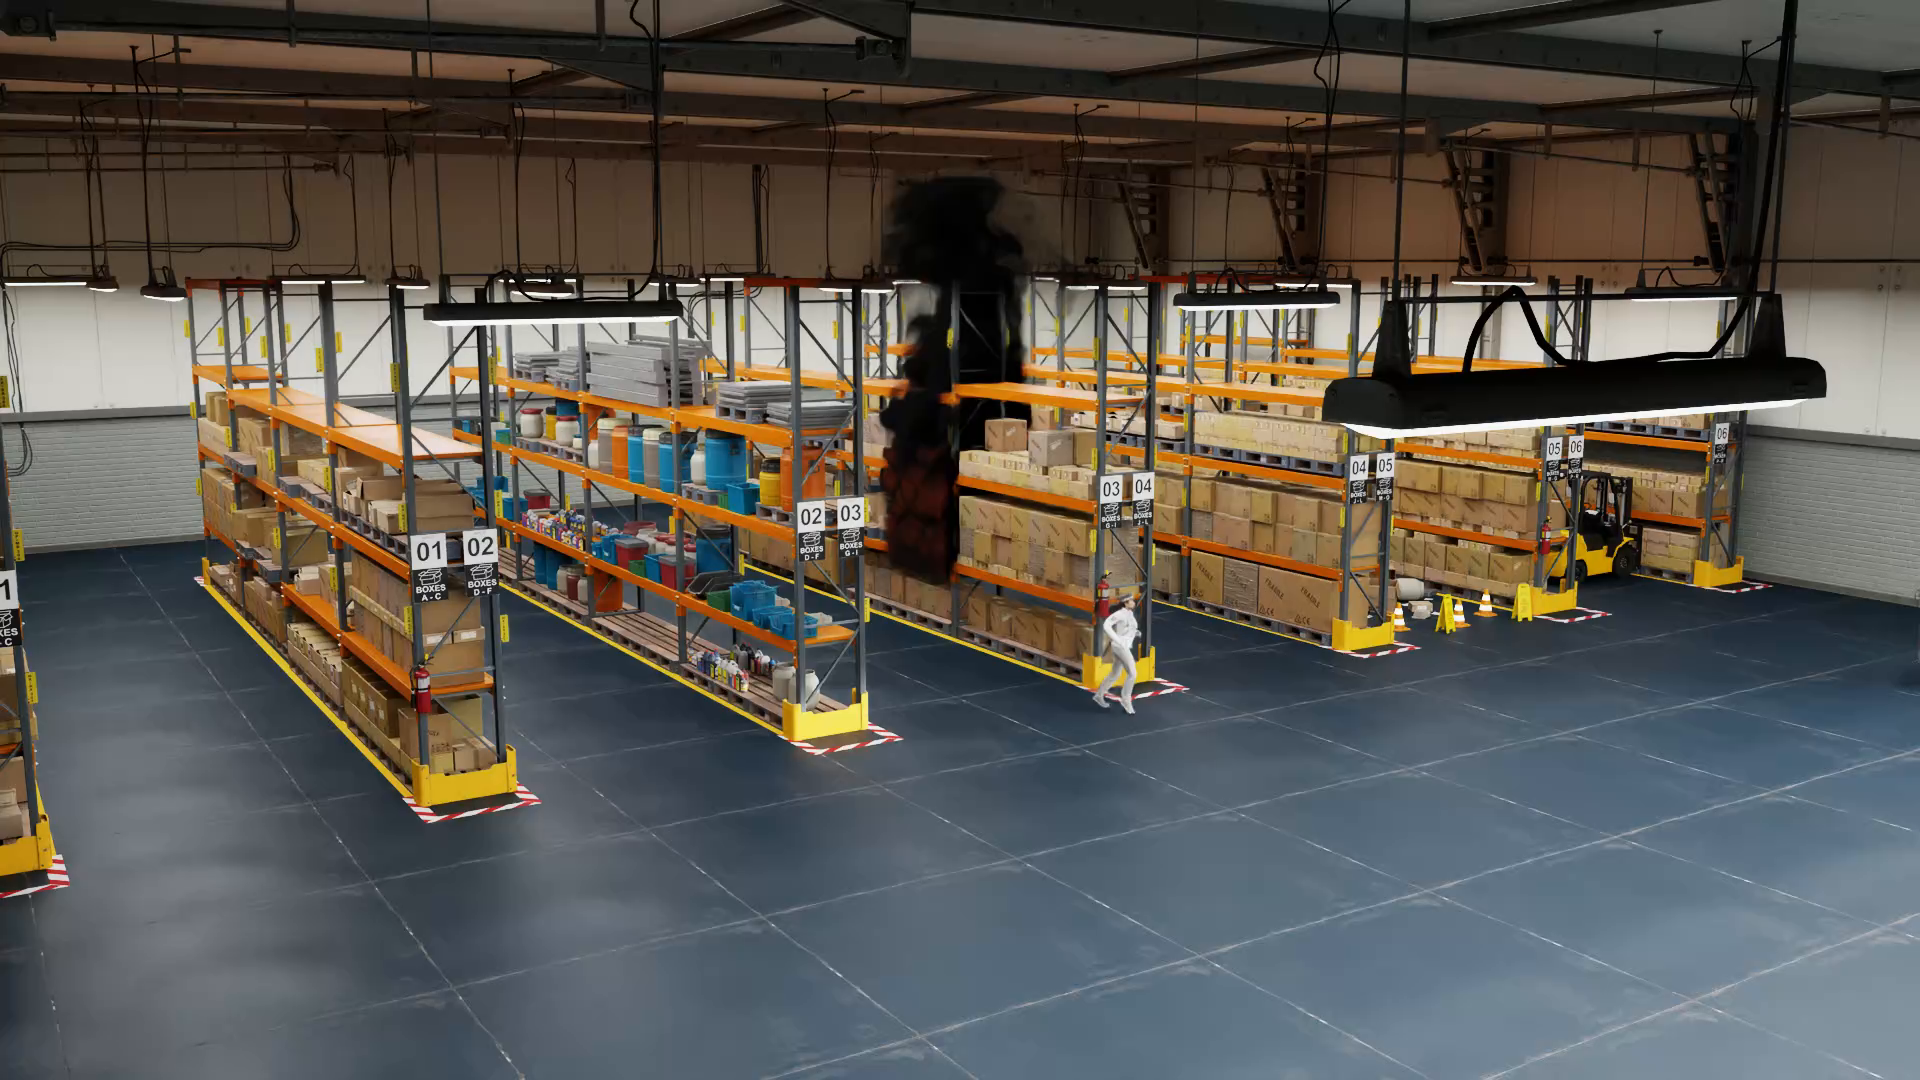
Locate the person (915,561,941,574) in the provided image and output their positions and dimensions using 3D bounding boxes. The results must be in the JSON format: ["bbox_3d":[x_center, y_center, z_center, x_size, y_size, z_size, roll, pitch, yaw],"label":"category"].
[{"bbox_3d":[-0.581,-0.050,33.070,0.692,1.746,0.789,-7,12,-36],"label":"person"}]

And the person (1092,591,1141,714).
[{"bbox_3d":[2.260,1.578,23.691,0.658,1.723,0.633,3,10,16],"label":"person"}]
